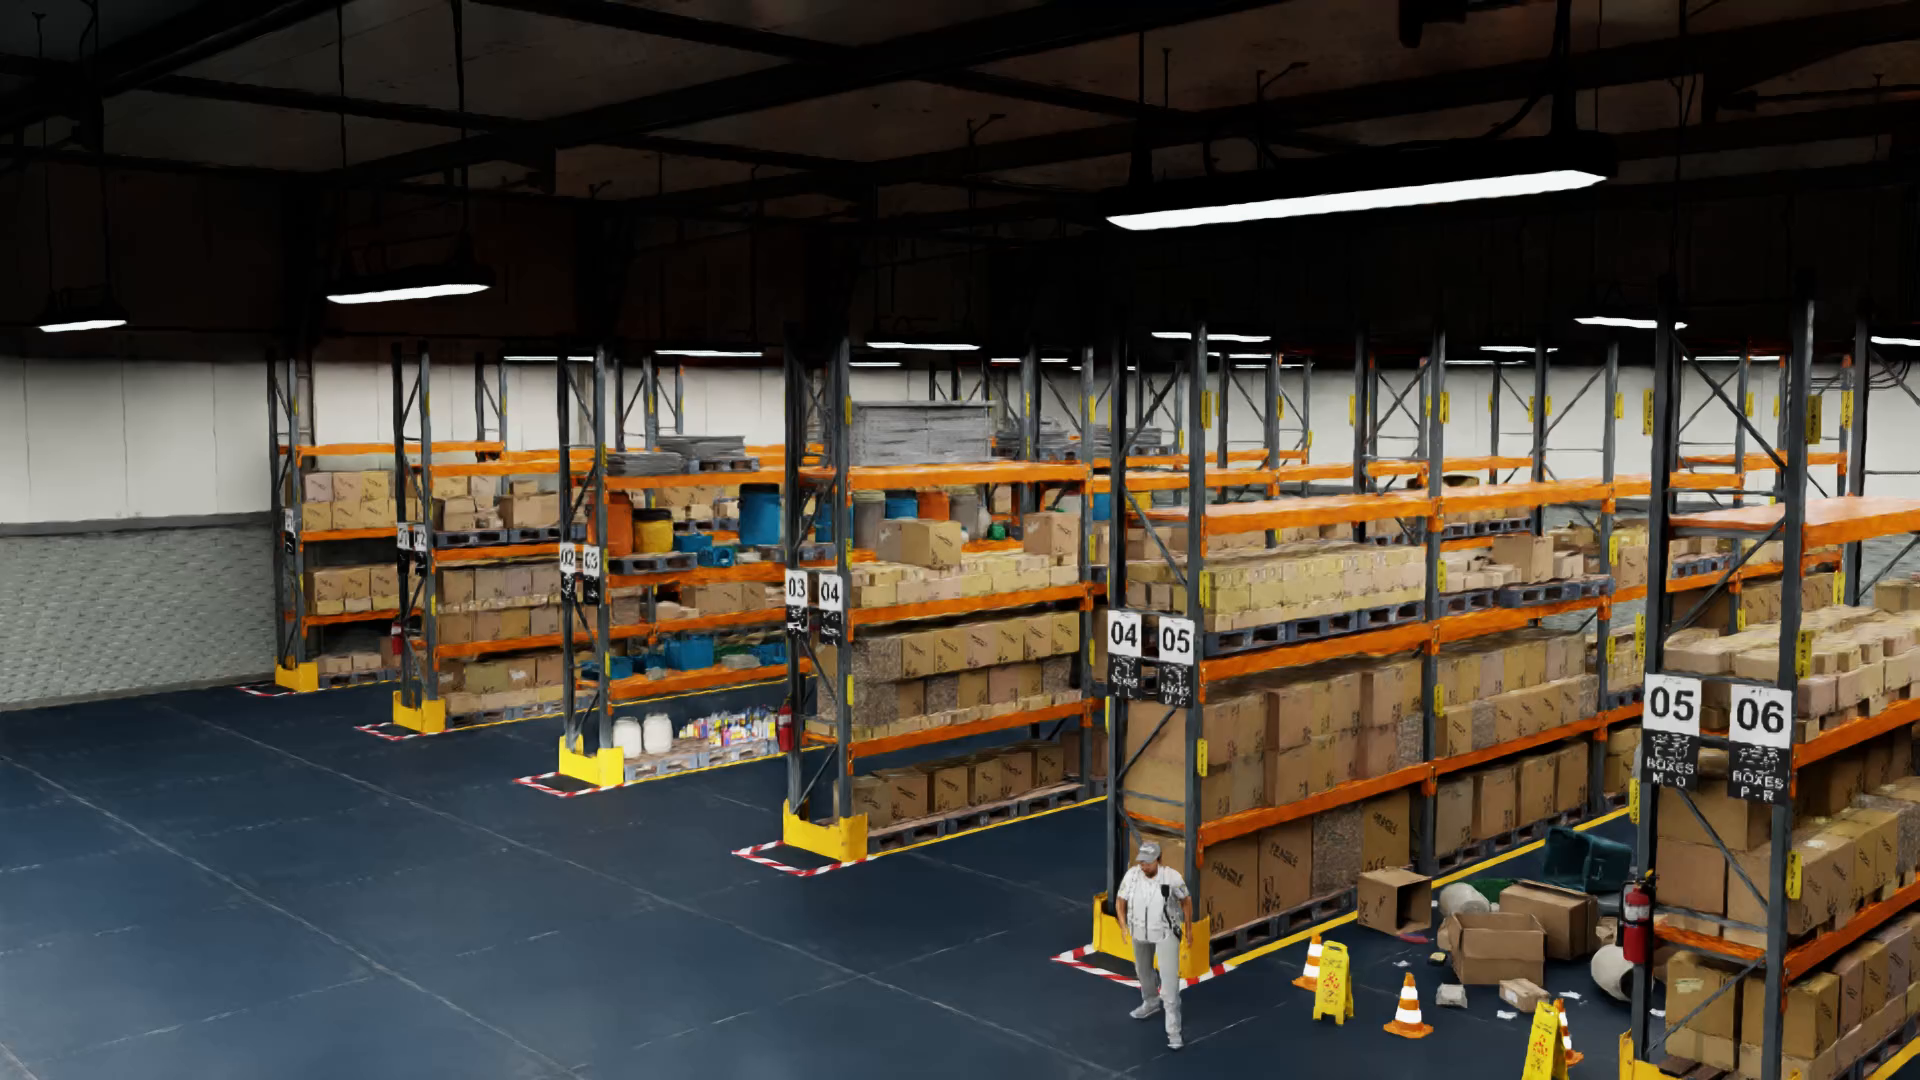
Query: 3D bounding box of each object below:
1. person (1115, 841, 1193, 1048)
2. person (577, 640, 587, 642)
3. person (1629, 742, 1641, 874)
[{"bbox_3d":[1.610,3.195,13.484,0.656,1.598,0.796,2,6,27],"label":"person"},{"bbox_3d":[-6.830,1.713,30.210,1.033,1.661,0.539,-3,6,-34],"label":"person"},{"bbox_3d":[7.483,2.713,17.983,0.578,1.775,0.494,-1,5,-14],"label":"person"}]
